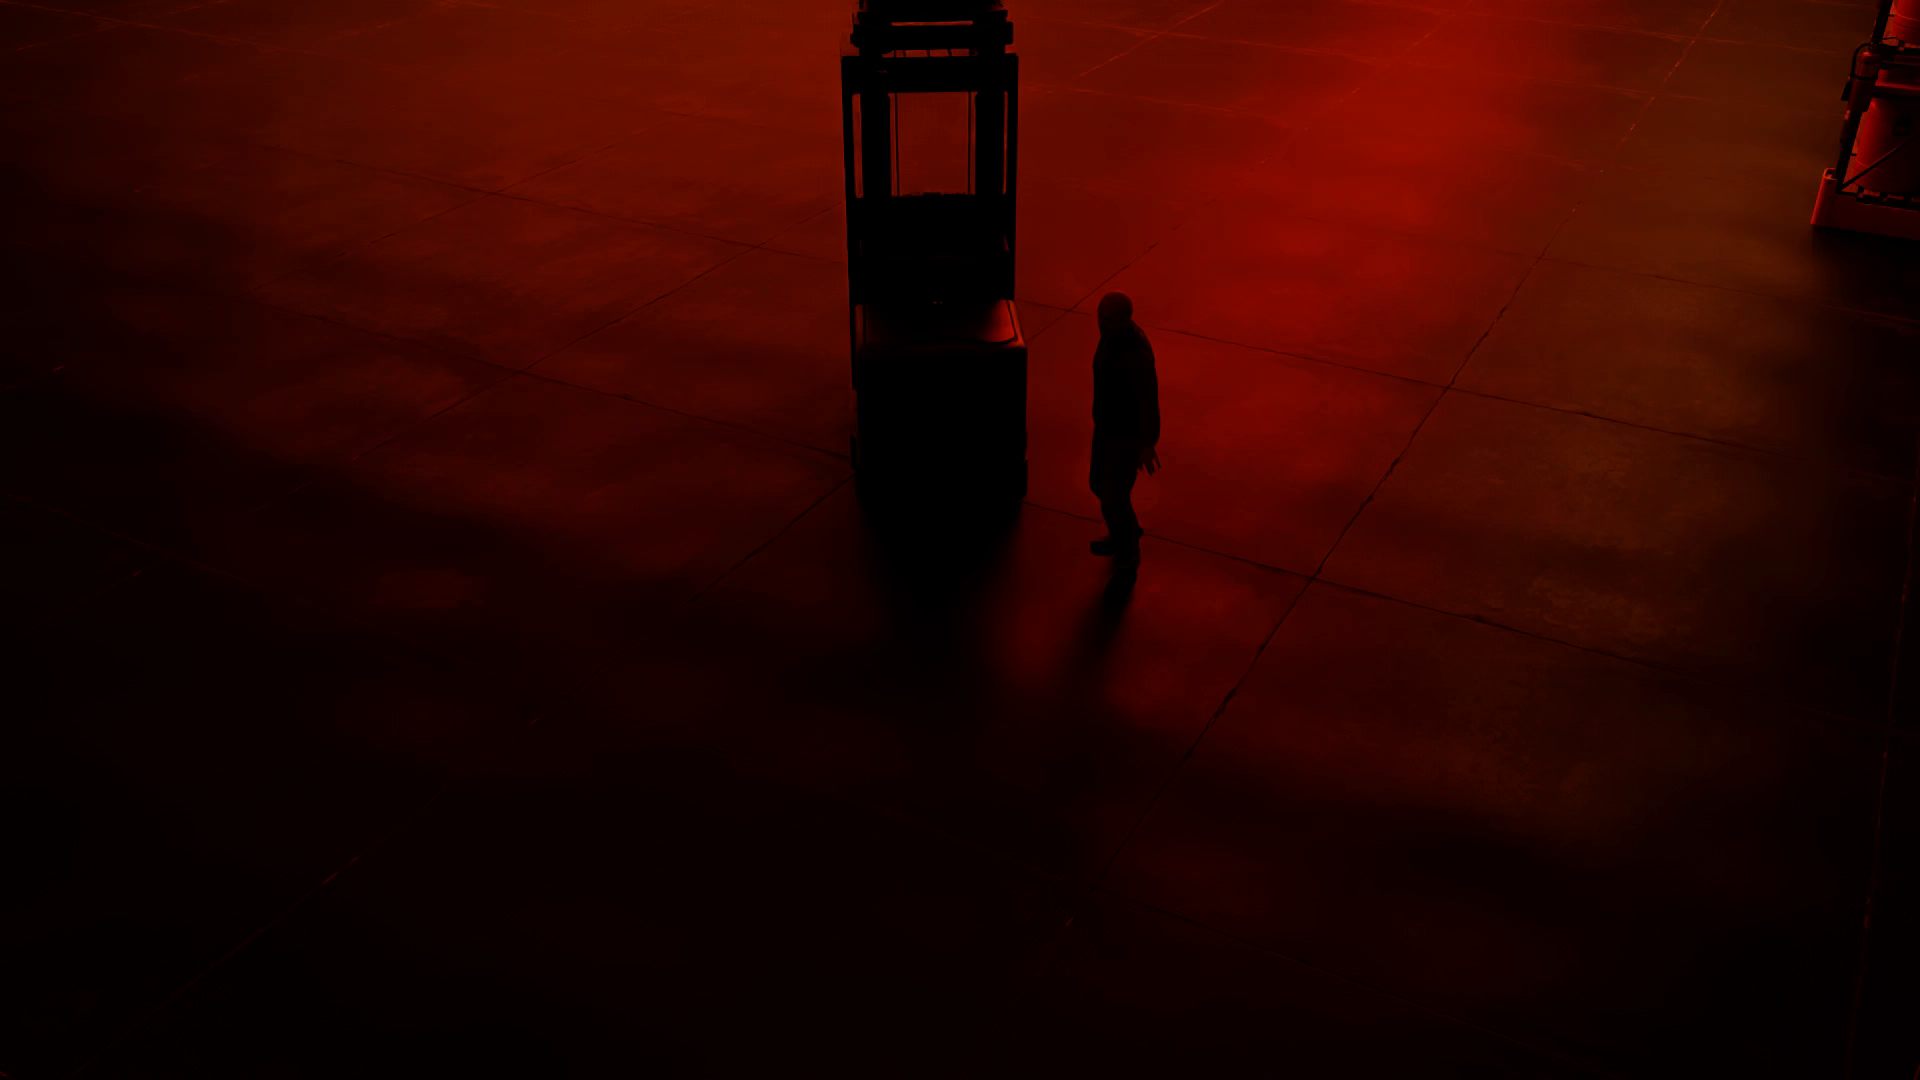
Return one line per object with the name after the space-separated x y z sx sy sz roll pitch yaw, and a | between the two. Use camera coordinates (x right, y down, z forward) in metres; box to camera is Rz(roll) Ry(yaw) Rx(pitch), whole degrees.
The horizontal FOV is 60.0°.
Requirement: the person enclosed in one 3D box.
0.926 -0.618 9.398 0.399 1.694 0.853 -7 31 -11 | person

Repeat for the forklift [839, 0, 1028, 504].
-0.205 -2.196 10.876 1.130 2.935 3.031 -2 30 -3 | forklift
